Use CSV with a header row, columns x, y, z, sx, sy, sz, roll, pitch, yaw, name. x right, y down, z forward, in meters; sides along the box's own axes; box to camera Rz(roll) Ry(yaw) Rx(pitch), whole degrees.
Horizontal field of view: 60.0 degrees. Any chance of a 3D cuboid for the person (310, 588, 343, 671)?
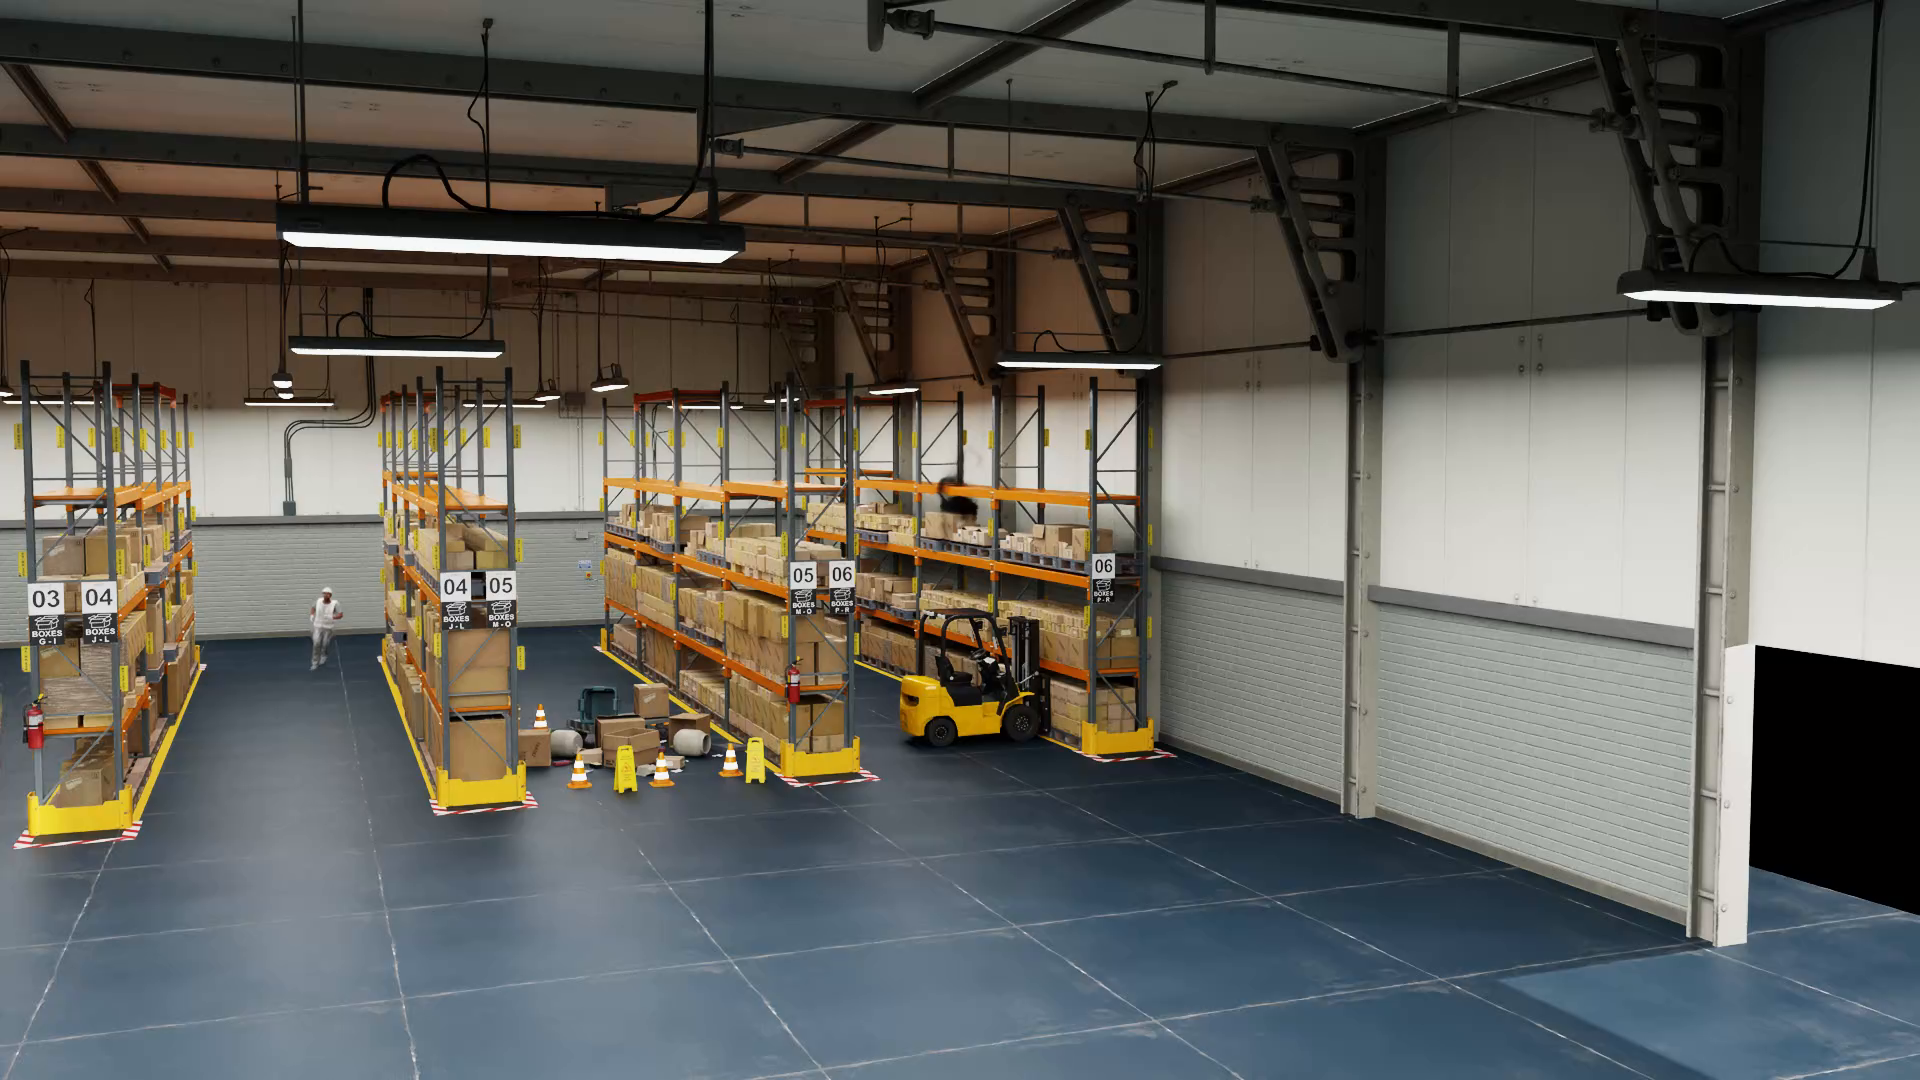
x,y,z,sx,sy,sz,roll,pitch,yaw,name
-13.918,1.930,36.540,0.706,1.785,0.931,-1,3,-10,person
